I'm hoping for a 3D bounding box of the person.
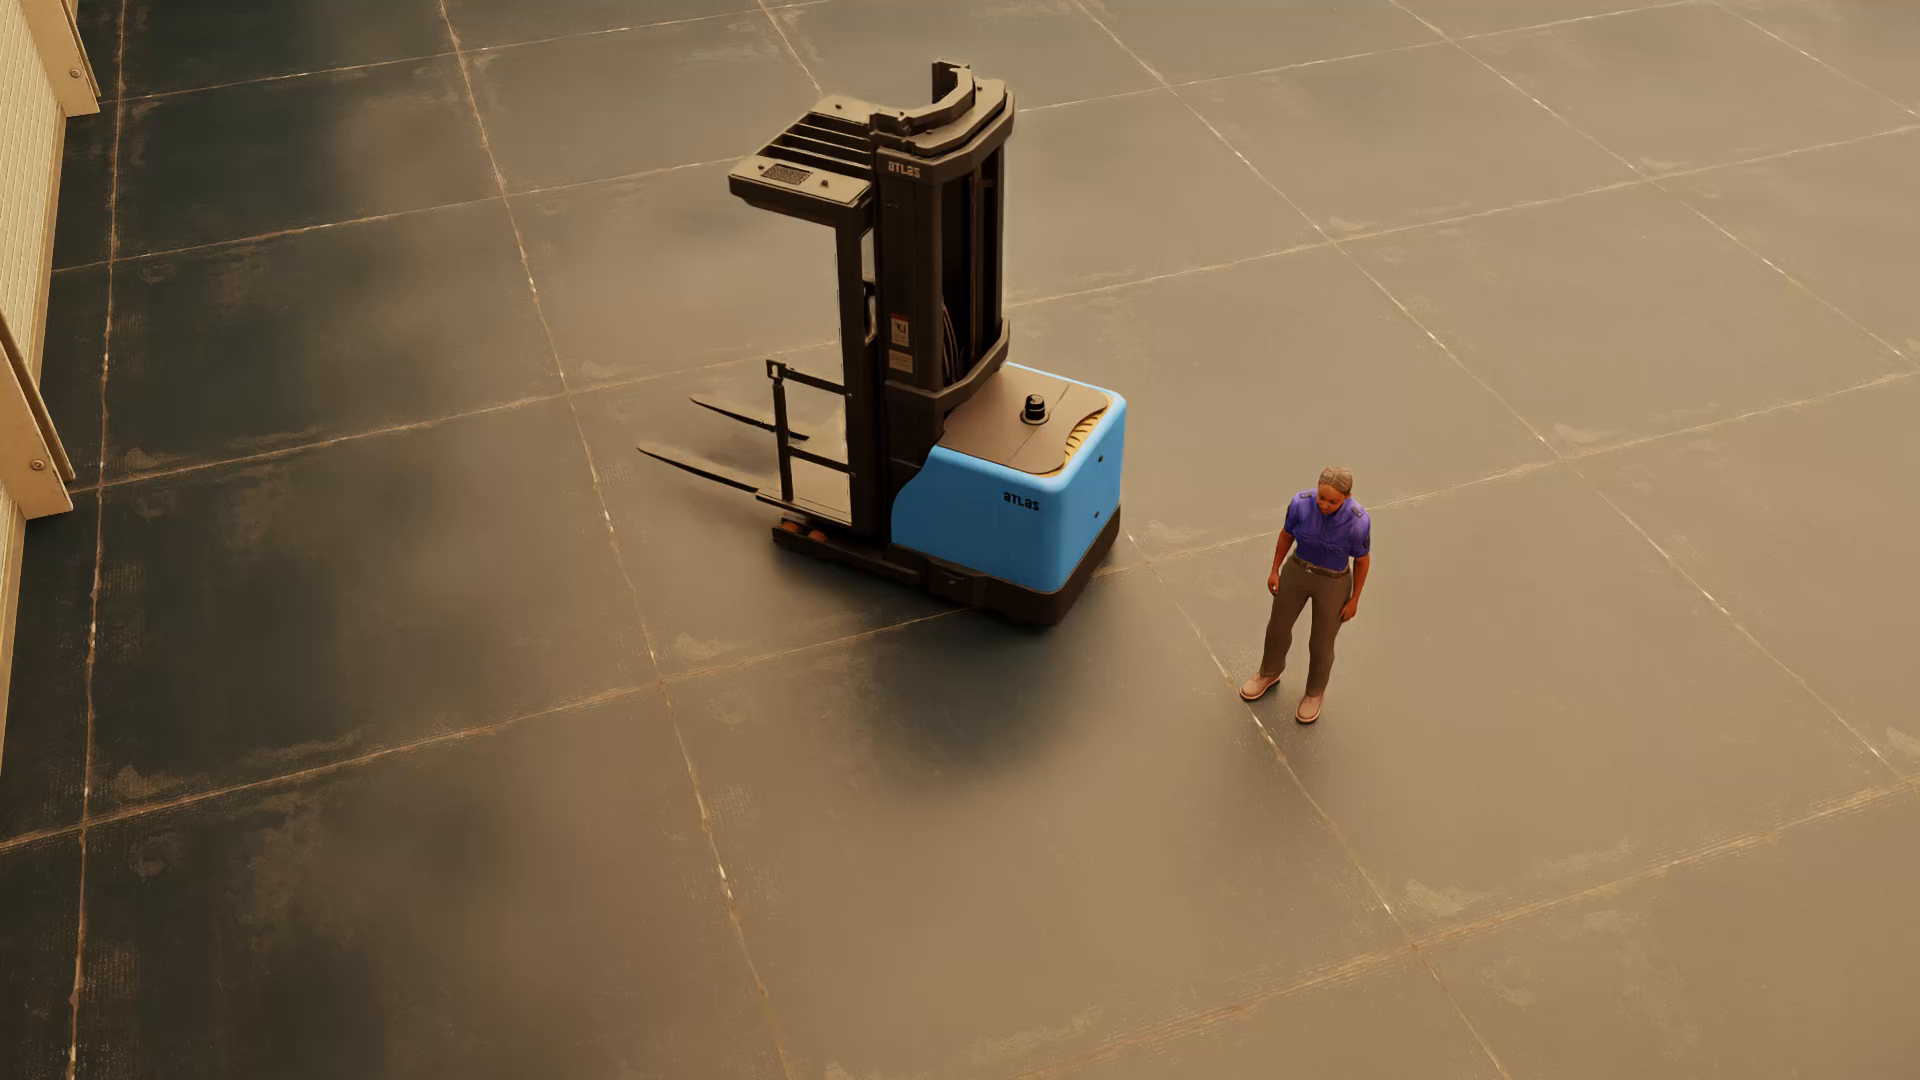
[{"bbox_3d":[1.845,0.234,8.713,0.527,1.653,0.348,22,45,24],"label":"person"}]

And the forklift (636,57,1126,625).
[{"bbox_3d":[-0.575,-1.297,9.541,3.031,2.935,1.130,18,43,20],"label":"forklift"}]
